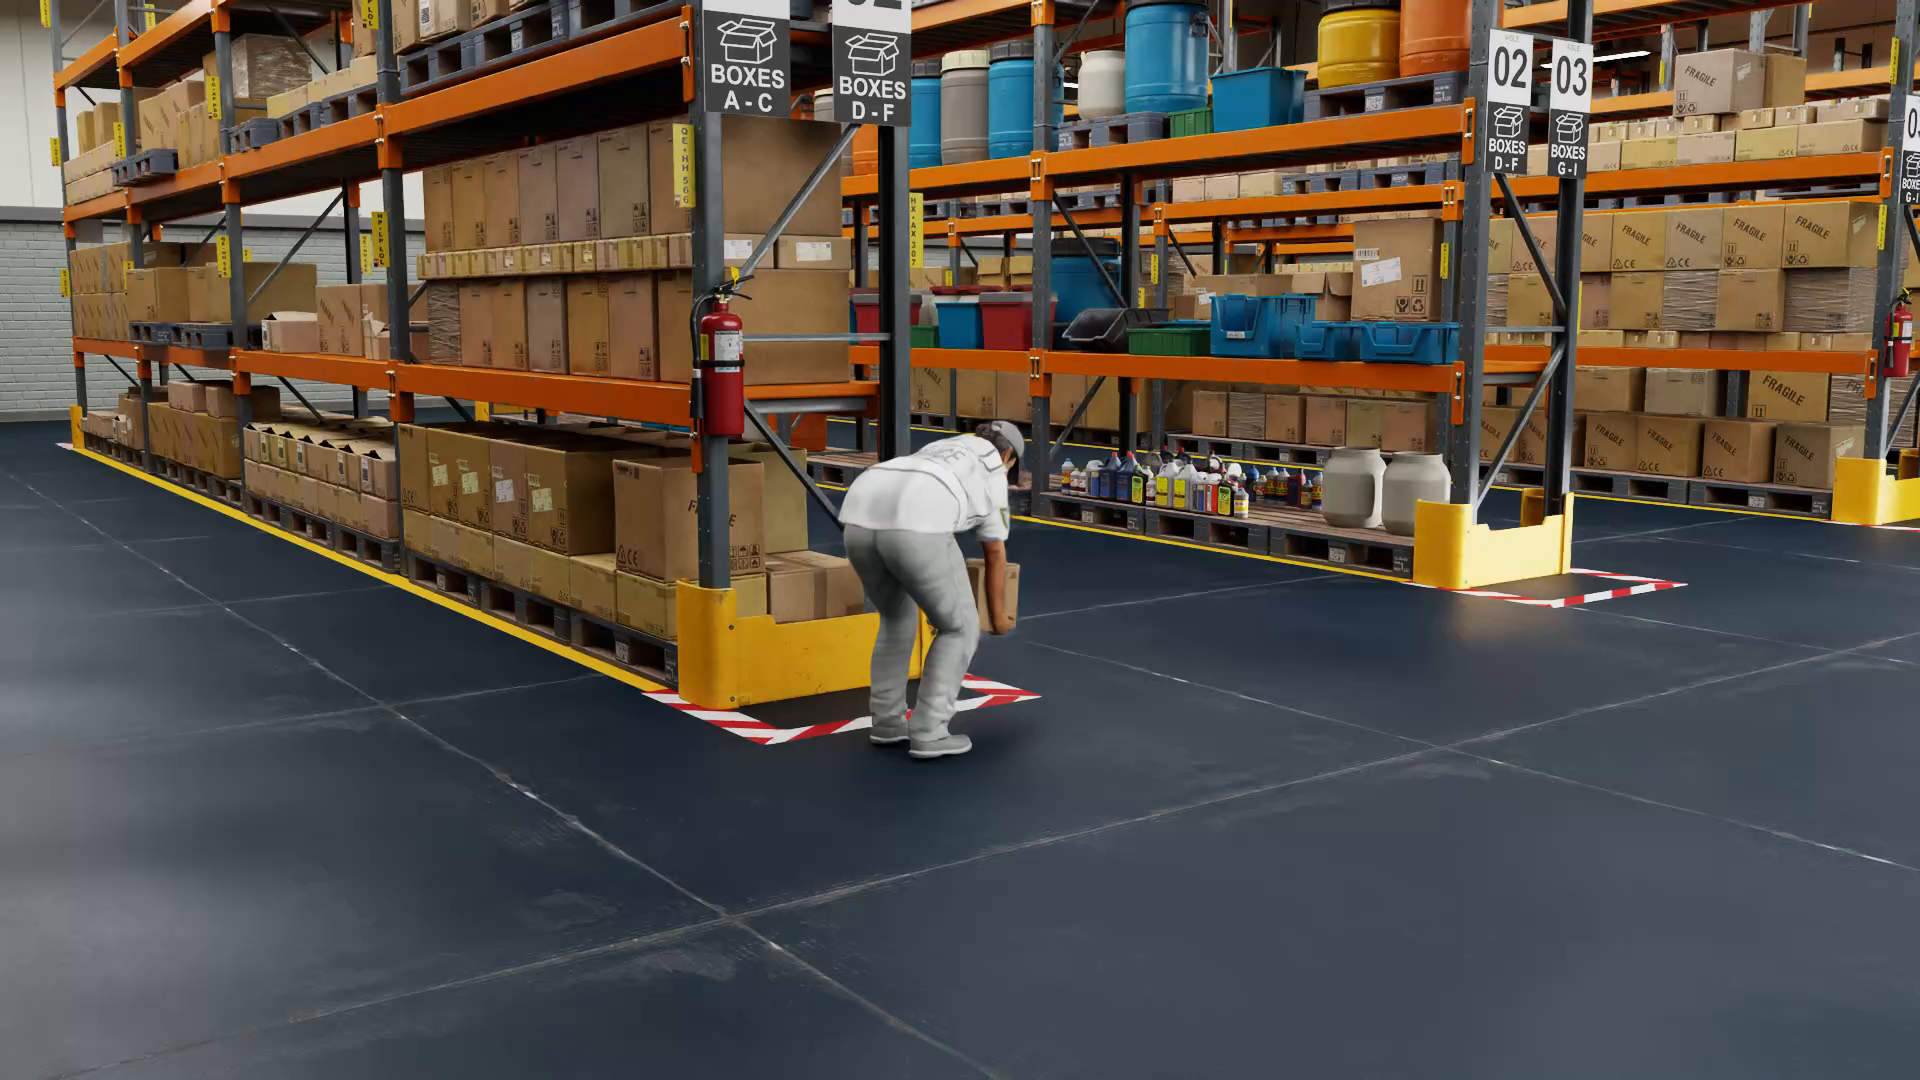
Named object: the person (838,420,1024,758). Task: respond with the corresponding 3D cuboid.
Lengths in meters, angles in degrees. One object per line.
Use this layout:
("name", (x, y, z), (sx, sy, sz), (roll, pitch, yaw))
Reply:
("person", (-0.053, 0.166, 6.306), (0.465, 1.204, 0.921), (6, 10, 38))
